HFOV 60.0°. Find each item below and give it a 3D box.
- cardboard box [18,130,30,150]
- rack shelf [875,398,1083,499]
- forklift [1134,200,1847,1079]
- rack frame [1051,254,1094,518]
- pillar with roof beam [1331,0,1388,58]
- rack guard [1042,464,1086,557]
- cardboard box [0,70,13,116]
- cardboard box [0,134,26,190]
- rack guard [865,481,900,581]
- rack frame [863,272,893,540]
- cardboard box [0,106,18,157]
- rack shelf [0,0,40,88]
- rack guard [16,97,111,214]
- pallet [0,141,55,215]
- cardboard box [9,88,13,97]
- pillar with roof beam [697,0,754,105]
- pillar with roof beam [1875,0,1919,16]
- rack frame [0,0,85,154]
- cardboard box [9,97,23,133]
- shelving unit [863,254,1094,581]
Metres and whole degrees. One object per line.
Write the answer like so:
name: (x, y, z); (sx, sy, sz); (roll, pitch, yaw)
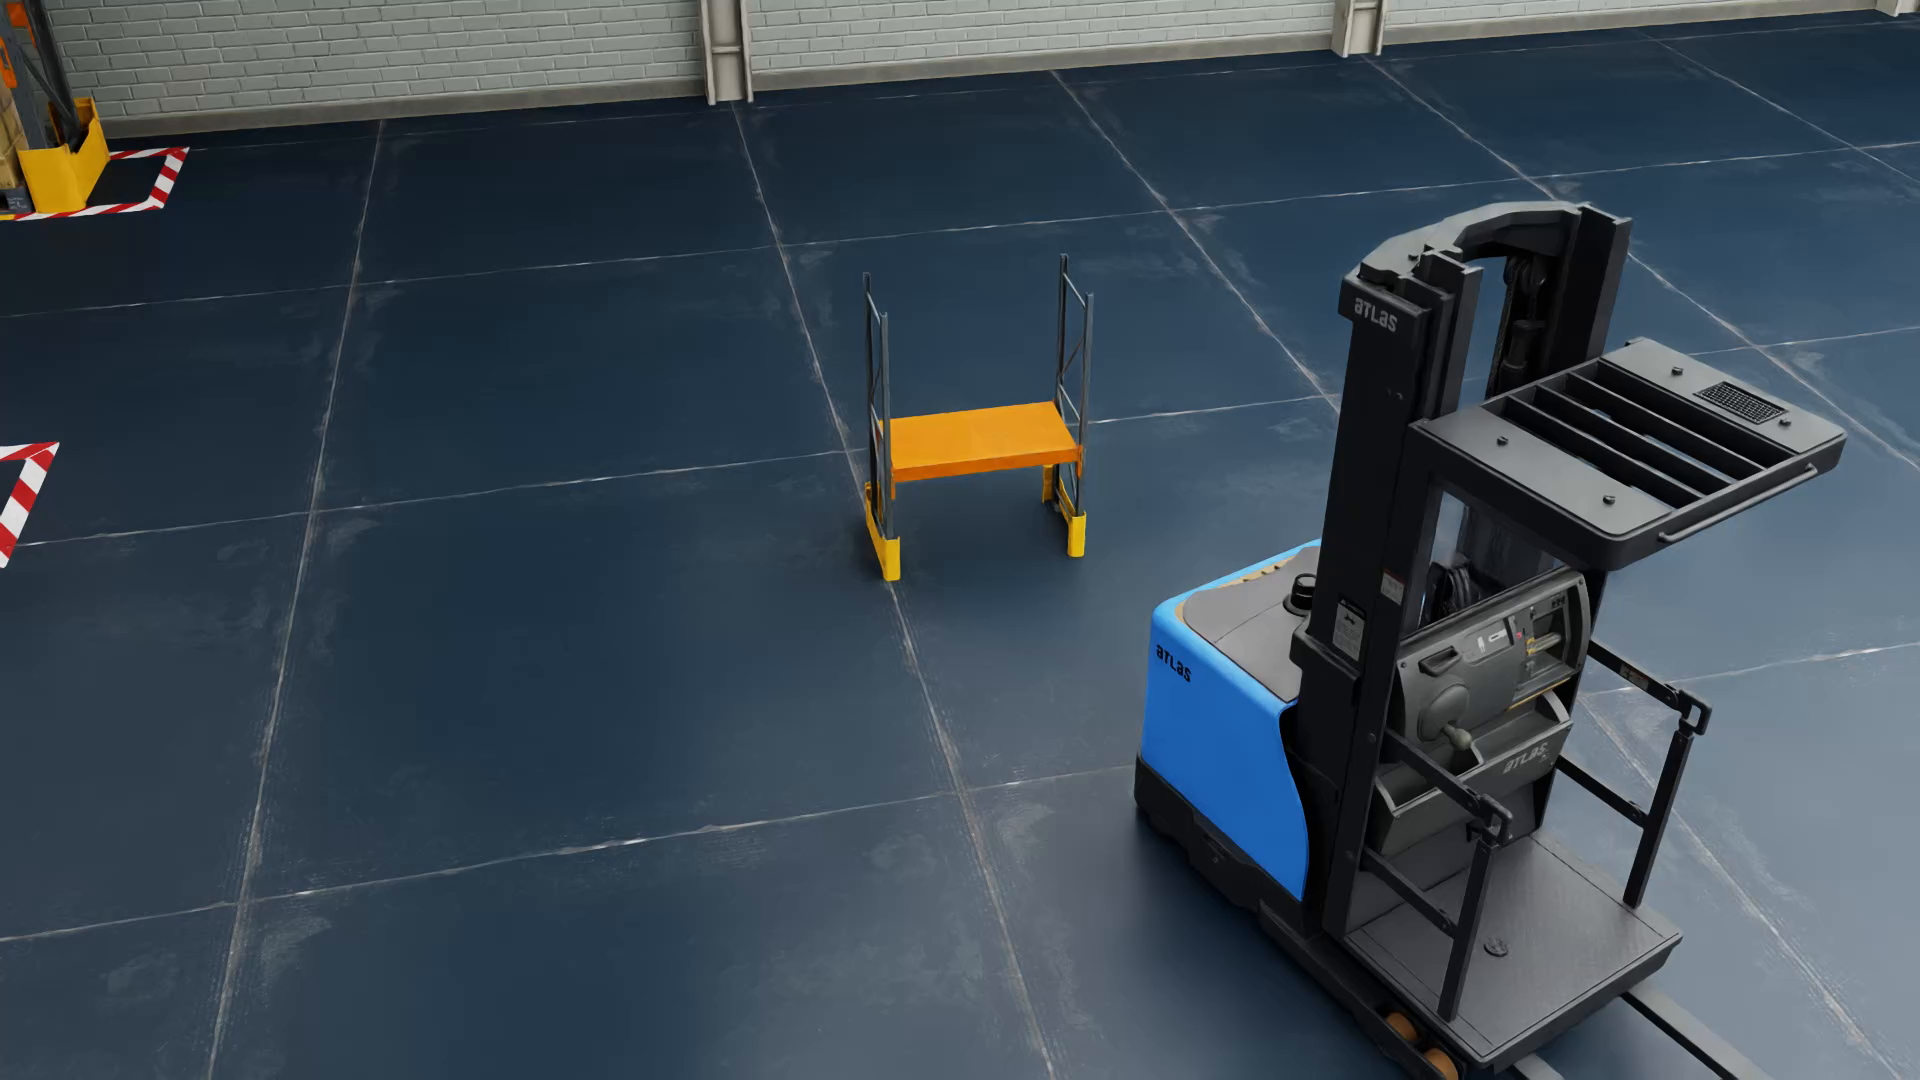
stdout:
cardboard box: (-7.556, -3.136, 13.046); (0.500, 0.250, 0.500); (-7, 35, -10)
rack shelf: (0.083, -0.484, 8.671); (1.000, 0.185, 0.538); (-7, 35, -11)
forklift: (1.975, 0.480, 5.627); (1.130, 2.935, 3.031); (-20, 39, -27)
rack frame: (0.579, -0.696, 8.664); (0.032, 1.500, 0.500); (-7, 35, -11)
pillar with roof beam: (4.742, -6.089, 9.970); (0.400, 9.000, 9.100); (-7, 35, -11)
rack guard: (0.560, -0.174, 9.009); (0.087, 0.250, 0.587); (-7, 35, -11)
cardboard box: (-7.414, -3.280, 12.362); (0.500, 0.250, 0.500); (-6, 34, -9)
cardboard box: (-7.423, -2.861, 12.635); (0.500, 0.250, 0.500); (-7, 34, -10)
rack guard: (-0.411, -0.052, 8.826); (0.087, 0.250, 0.587); (-7, 35, -11)
rack frame: (-0.413, -0.571, 8.478); (0.032, 1.500, 0.500); (-7, 35, -11)
cardboard box: (-7.440, -3.068, 12.496); (0.500, 0.250, 0.500); (-8, 35, -11)
rack shelf: (-8.985, -3.513, 12.162); (4.000, 0.370, 1.077); (-7, 35, -11)
rack guard: (-7.011, -3.023, 13.029); (0.348, 0.500, 1.175); (-7, 35, -11)
pallet: (-7.771, -2.783, 12.931); (1.213, 0.211, 1.003); (-7, 35, -11)
cardboard box: (-7.544, -3.549, 12.764); (0.500, 0.250, 0.500); (-8, 35, -11)
pillar with roof beam: (-1.110, -5.351, 8.871); (0.400, 9.000, 9.100); (-7, 35, -11)
pillar with roof beam: (10.594, -6.826, 11.069); (0.400, 9.000, 9.100); (-7, 35, -11)
rack frame: (-7.034, -4.058, 12.328); (0.127, 3.000, 1.000); (-7, 35, -11)
cardboard box: (-7.538, -3.353, 12.920); (0.500, 0.250, 0.500); (-7, 34, -10)
shelving unit: (0.074, -0.632, 8.569); (1.083, 1.500, 0.587); (-7, 35, -11)
